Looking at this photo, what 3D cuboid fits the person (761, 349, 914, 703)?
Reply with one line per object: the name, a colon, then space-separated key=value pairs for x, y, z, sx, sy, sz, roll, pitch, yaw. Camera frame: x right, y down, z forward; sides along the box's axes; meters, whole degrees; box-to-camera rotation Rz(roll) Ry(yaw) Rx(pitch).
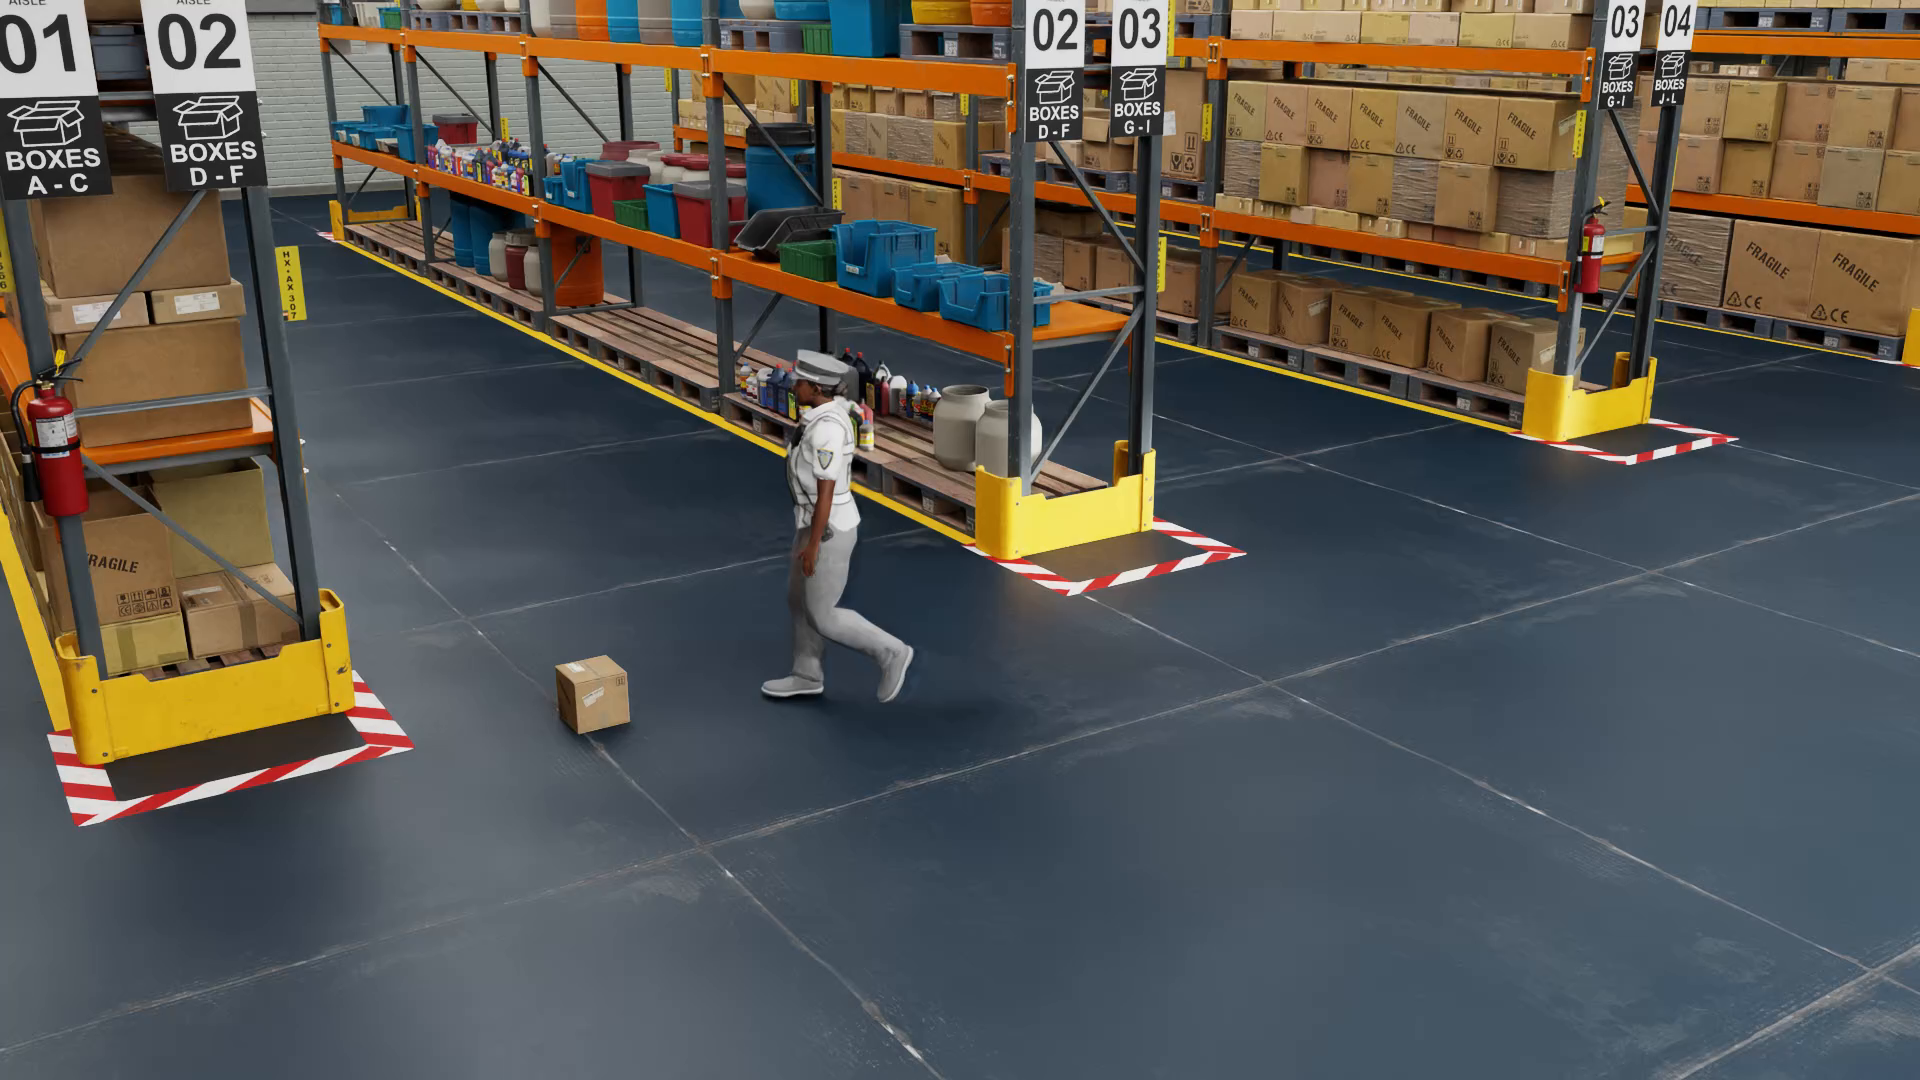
person: x=-0.584 y=-0.058 z=7.673 sx=0.721 sy=1.666 sz=0.464 roll=-2 pitch=18 yaw=-6
